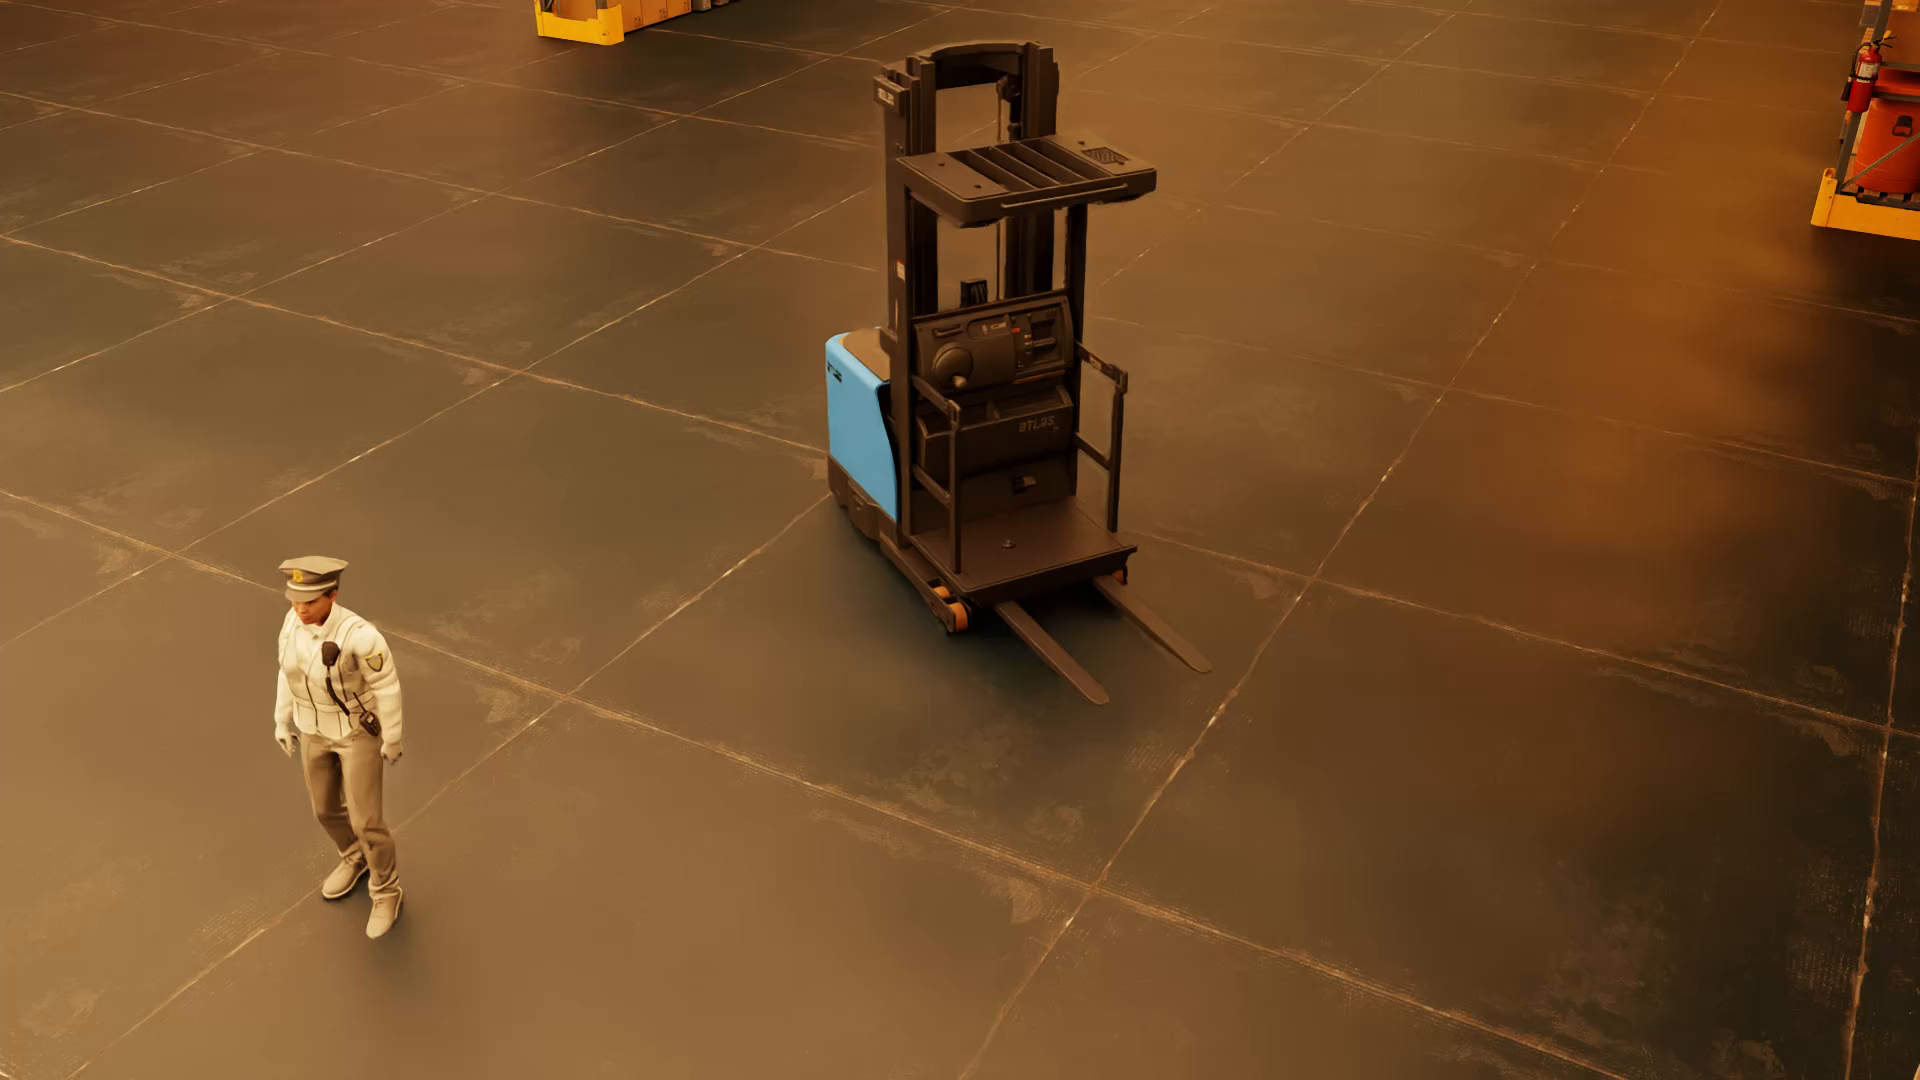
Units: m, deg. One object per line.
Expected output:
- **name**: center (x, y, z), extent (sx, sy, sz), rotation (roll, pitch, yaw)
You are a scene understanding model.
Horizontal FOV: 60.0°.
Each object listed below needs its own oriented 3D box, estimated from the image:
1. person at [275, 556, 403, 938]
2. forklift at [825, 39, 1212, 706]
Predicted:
- **person**: center (-2.611, 0.845, 6.904), extent (0.567, 1.717, 0.463), rotation (10, 32, 17)
- **forklift**: center (0.293, -1.015, 8.830), extent (1.130, 2.935, 3.031), rotation (-14, 33, -23)
